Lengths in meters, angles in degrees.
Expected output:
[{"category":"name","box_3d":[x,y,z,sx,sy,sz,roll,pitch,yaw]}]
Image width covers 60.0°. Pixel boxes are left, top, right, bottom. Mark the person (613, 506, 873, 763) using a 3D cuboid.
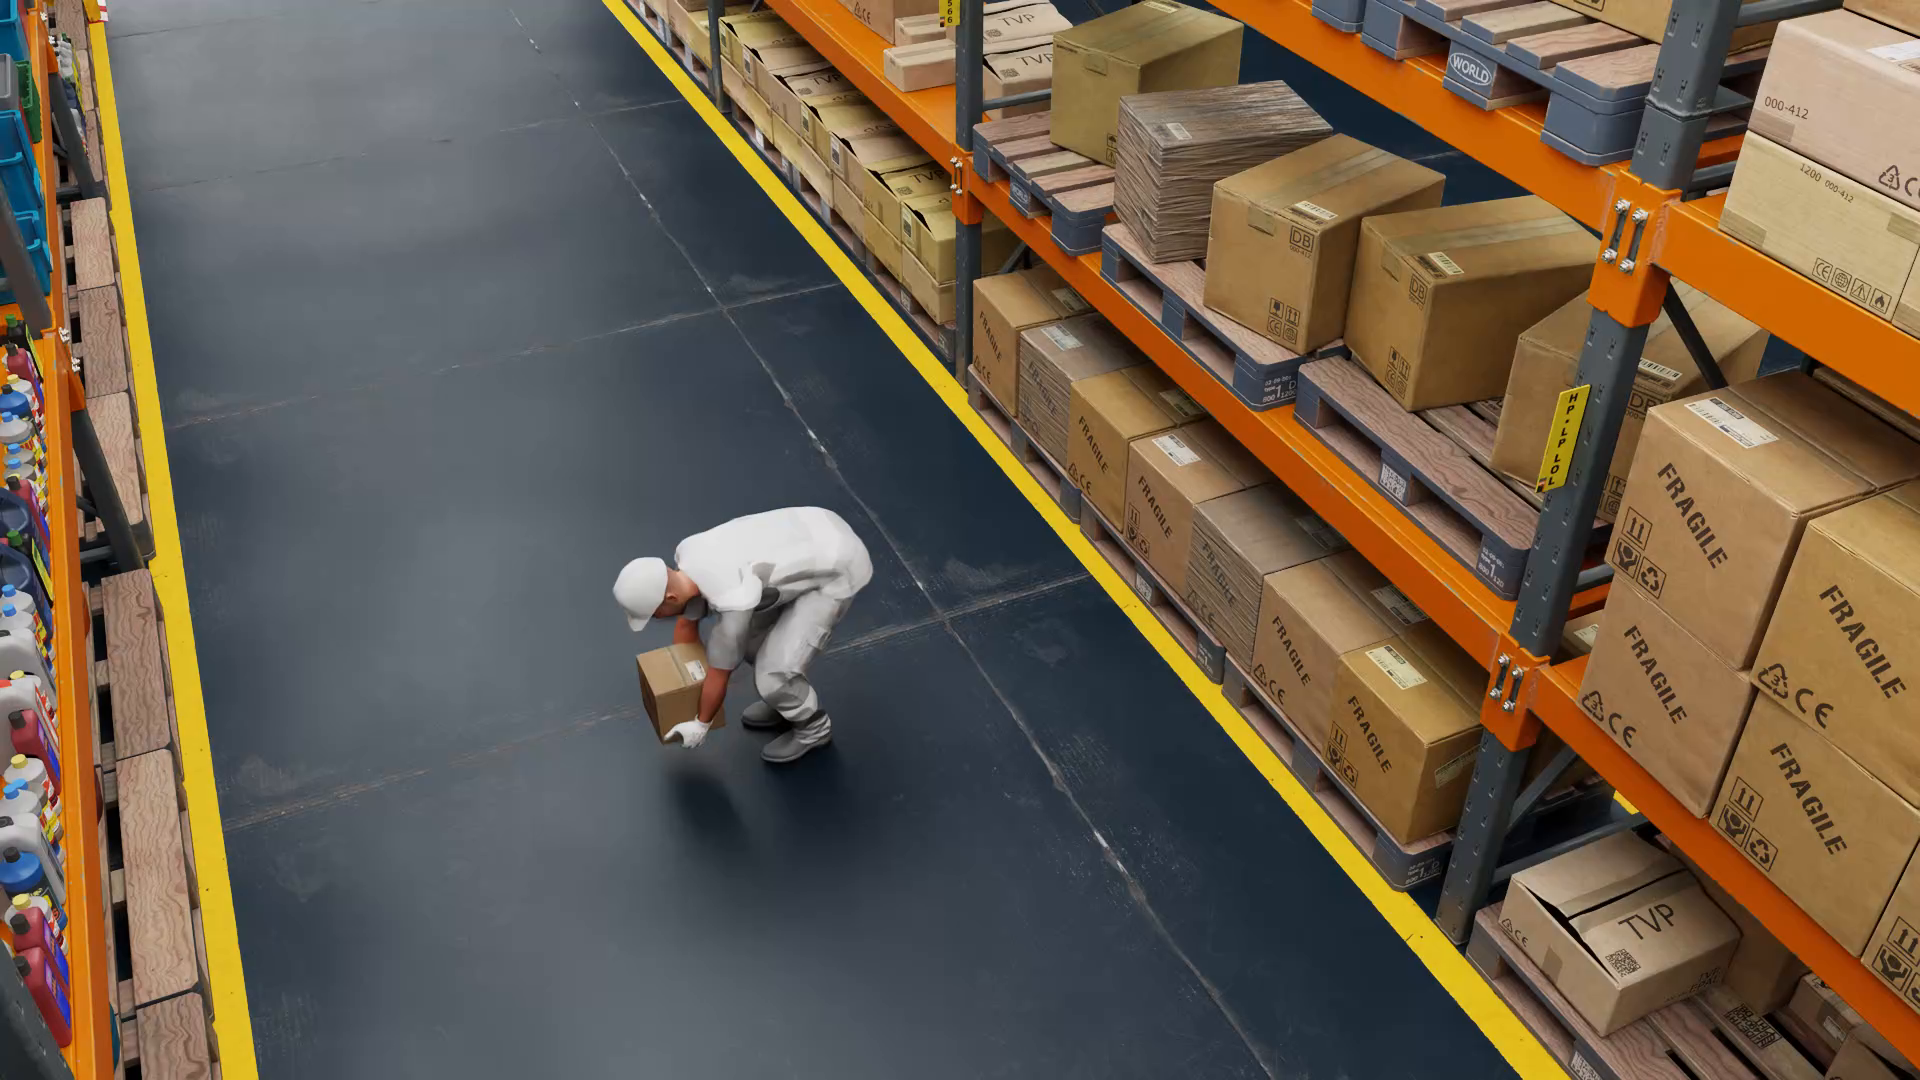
[{"category":"person","box_3d":[-0.790,0.382,6.244,0.958,1.039,0.517,-18,40,-22]}]
